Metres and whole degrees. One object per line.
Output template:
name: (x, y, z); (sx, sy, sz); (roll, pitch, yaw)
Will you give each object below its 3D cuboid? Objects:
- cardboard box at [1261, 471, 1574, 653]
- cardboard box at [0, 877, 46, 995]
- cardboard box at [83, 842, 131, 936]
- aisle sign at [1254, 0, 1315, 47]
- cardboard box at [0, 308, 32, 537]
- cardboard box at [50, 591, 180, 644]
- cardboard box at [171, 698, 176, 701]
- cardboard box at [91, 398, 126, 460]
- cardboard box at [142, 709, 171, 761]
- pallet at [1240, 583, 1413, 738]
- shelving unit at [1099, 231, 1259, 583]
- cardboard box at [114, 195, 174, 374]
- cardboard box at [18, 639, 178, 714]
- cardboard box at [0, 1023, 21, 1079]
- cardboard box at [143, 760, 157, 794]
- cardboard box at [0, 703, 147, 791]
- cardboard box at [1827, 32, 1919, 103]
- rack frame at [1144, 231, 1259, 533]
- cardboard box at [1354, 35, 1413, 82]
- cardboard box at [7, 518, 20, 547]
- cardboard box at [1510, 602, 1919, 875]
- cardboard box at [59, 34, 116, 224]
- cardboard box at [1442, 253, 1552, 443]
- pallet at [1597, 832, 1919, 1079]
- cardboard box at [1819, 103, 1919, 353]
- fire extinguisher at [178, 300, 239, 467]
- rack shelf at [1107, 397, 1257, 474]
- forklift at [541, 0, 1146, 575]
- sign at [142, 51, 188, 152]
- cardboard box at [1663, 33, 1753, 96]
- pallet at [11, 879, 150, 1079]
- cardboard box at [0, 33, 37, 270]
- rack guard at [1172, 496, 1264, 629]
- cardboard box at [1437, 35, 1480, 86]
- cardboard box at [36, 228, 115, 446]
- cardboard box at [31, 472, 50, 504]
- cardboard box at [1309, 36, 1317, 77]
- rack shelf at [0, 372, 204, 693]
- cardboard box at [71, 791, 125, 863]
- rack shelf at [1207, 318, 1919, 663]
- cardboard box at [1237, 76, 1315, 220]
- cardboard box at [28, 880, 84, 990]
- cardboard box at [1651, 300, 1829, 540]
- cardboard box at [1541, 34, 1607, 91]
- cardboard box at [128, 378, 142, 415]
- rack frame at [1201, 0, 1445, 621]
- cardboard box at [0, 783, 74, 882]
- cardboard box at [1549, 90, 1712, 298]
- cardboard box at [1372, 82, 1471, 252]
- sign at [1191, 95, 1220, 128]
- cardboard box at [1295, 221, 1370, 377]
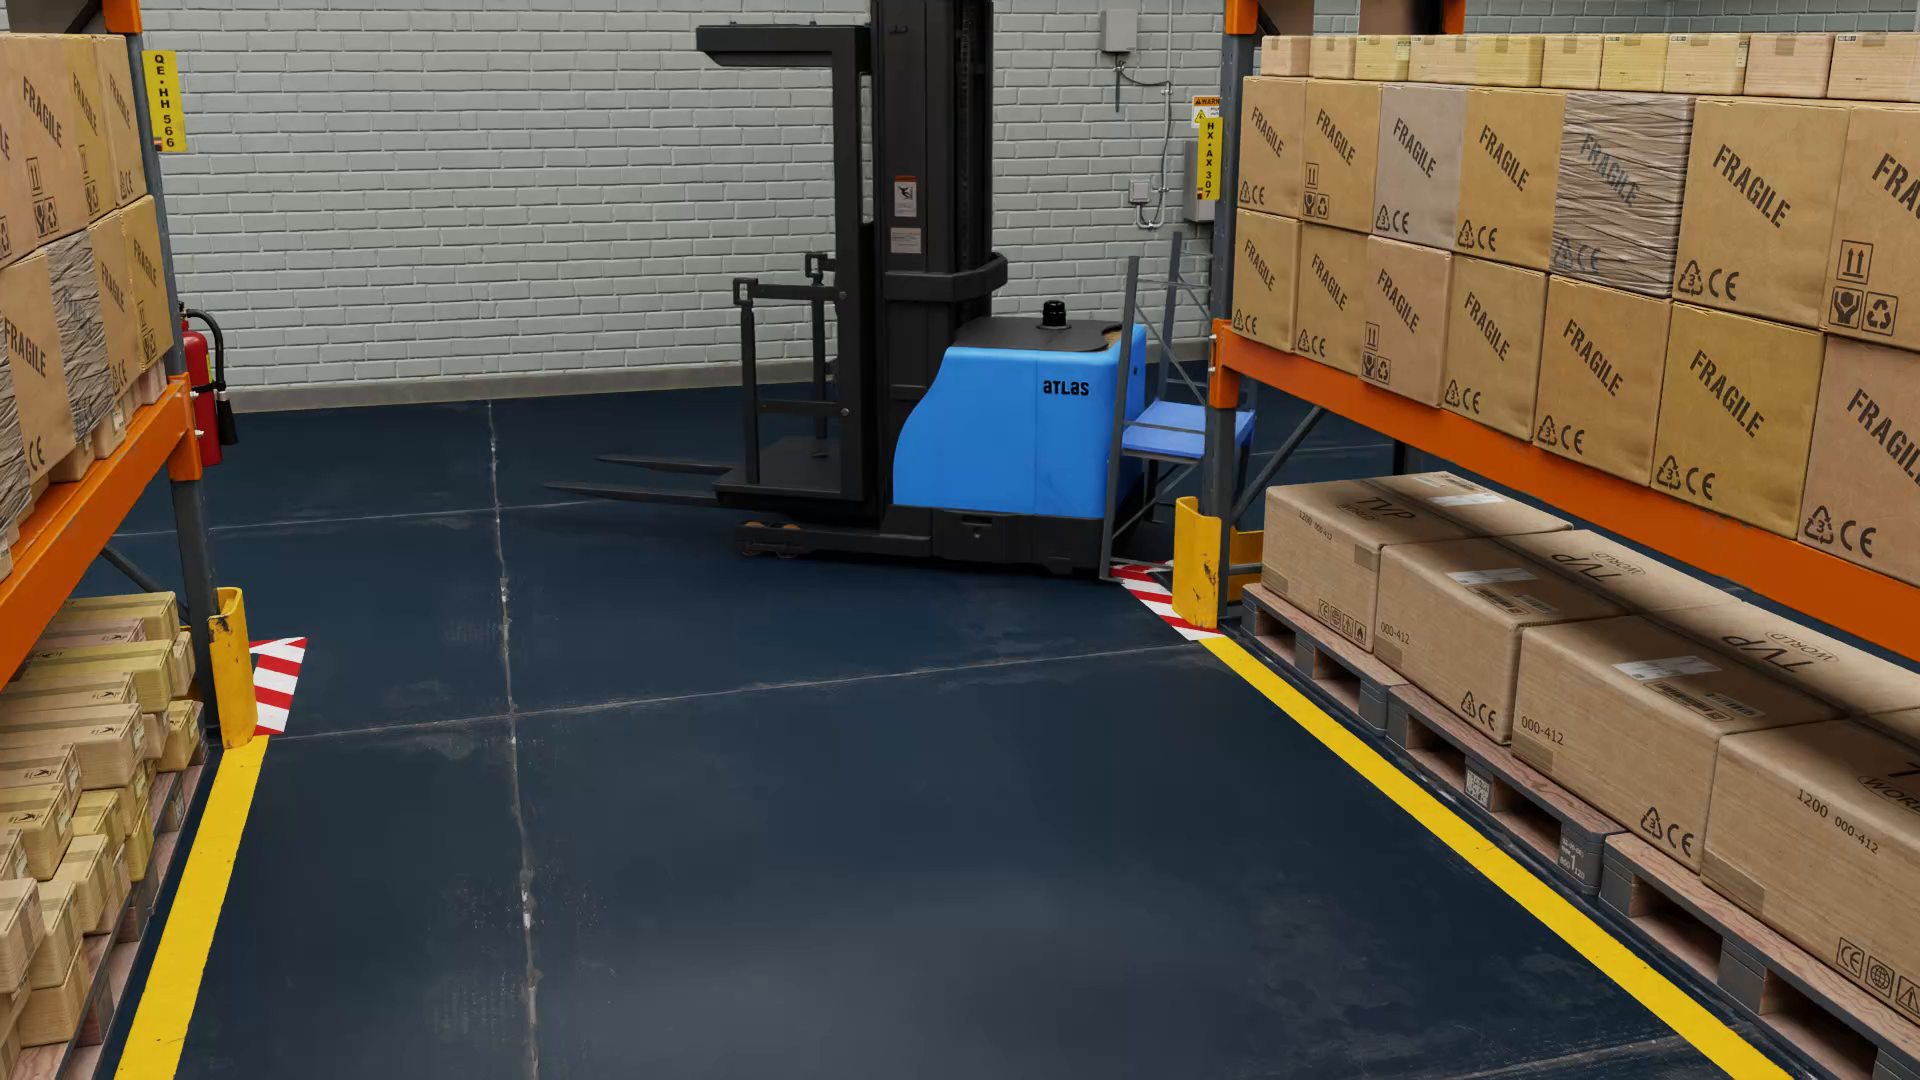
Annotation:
cardboard box: (1.824, 0.066, 6.742); (0.875, 0.438, 0.875); (-5, 18, -17)
cardboard box: (-2.202, 0.865, 3.551); (0.380, 0.149, 0.250); (-4, 17, -14)
cardboard box: (-2.415, 0.931, 4.364); (0.380, 0.149, 0.250); (-4, 17, -14)
aisle sign: (1.248, -2.377, 6.631); (0.394, 0.787, 0.004); (-5, 17, -15)
cardboard box: (-2.226, -0.235, 3.328); (0.500, 0.500, 0.500); (-5, 17, -16)
cardboard box: (-2.796, 0.290, 5.462); (0.380, 0.149, 0.250); (-4, 17, -15)
cardboard box: (-2.840, 0.578, 5.539); (0.380, 0.149, 0.250); (-4, 17, -14)
cardboard box: (-2.615, -0.318, 4.735); (0.380, 0.149, 0.250); (-4, 17, -14)
cardboard box: (-2.621, 0.574, 5.037); (0.380, 0.149, 0.250); (-5, 18, -18)
pallet: (1.842, 0.416, 6.700); (1.003, 0.211, 1.213); (-5, 17, -15)
shelving unit: (1.089, -0.635, 7.904); (0.538, 1.500, 1.048); (9, 19, 16)
cardboard box: (-2.814, -0.802, 5.216); (0.500, 0.500, 0.500); (-4, 17, -14)
cardboard box: (-2.589, 0.426, 5.011); (0.380, 0.149, 0.250); (-5, 17, -16)
cardboard box: (-2.294, 1.153, 3.625); (0.380, 0.149, 0.250); (-5, 18, -18)
cardboard box: (-2.682, 0.721, 5.063); (0.380, 0.149, 0.250); (-5, 17, -16)
cardboard box: (-2.451, 0.573, 4.523); (0.380, 0.149, 0.250); (-4, 17, -13)
cardboard box: (2.228, -1.077, 3.783); (0.380, 0.149, 0.250); (-5, 17, -15)
rack frame: (1.244, -0.775, 8.367); (0.500, 1.500, 0.032); (9, 19, 16)
cardboard box: (1.569, -1.633, 5.634); (0.380, 0.149, 0.250); (-5, 18, -17)
cardboard box: (-2.376, -0.024, 3.753); (0.380, 0.149, 0.250); (-4, 17, -13)
cardboard box: (2.330, 0.568, 5.070); (0.875, 0.438, 0.875); (-5, 17, -17)
cardboard box: (-2.681, -1.137, 4.596); (0.500, 0.500, 0.500); (-5, 18, -17)
cardboard box: (1.845, -0.610, 5.095); (0.500, 0.500, 0.500); (-4, 17, -13)
pallet: (2.512, 1.091, 4.454); (1.003, 0.211, 1.213); (-5, 17, -15)
cardboard box: (2.251, -0.664, 3.535); (0.500, 0.500, 0.500); (-5, 17, -16)
fire extinguisher: (-2.810, -0.606, 6.037); (0.296, 0.674, 0.183); (-5, 17, -15)
rack shelf: (1.077, -0.465, 7.959); (0.538, 0.185, 1.000); (9, 19, 16)
forklift: (-0.625, -1.452, 8.191); (3.031, 2.935, 1.130); (4, 17, 14)
sign: (-2.646, -1.459, 5.535); (0.100, 0.325, 0.005); (-5, 17, -15)
cardboard box: (2.038, -1.212, 4.233); (0.380, 0.149, 0.250); (-5, 17, -16)
pallet: (-2.643, 1.206, 4.072); (1.003, 0.211, 1.213); (-5, 17, -15)
cardboard box: (-2.381, -0.848, 3.633); (0.500, 0.500, 0.500); (-5, 18, -17)
rack guard: (1.540, 0.056, 7.397); (1.175, 0.500, 0.348); (-5, 17, -15)
cardboard box: (1.720, -1.492, 5.165); (0.380, 0.149, 0.250); (-5, 17, -15)
cardboard box: (-2.529, -0.519, 4.276); (0.500, 0.500, 0.500); (-5, 17, -15)
cardboard box: (-2.554, -0.164, 4.220); (0.380, 0.149, 0.250); (-5, 18, -18)
cardboard box: (1.519, -1.785, 6.141); (0.380, 0.149, 0.250); (-4, 17, -14)
rack shelf: (-2.635, 0.183, 3.881); (1.077, 0.370, 4.000); (-5, 17, -15)
cardboard box: (-2.414, 0.788, 4.323); (0.380, 0.149, 0.250); (-4, 17, -12)
rack shelf: (2.096, -0.237, 5.277); (1.077, 0.370, 4.000); (-5, 17, -15)
cardboard box: (1.405, -1.506, 6.340); (0.500, 0.500, 0.500); (-5, 17, -16)
cardboard box: (-2.268, 0.932, 3.843); (0.380, 0.149, 0.250); (-5, 17, -16)
cardboard box: (2.126, -0.326, 4.149); (0.500, 0.500, 0.500); (-5, 17, -17)
cardboard box: (1.883, -1.351, 4.696); (0.380, 0.149, 0.250); (-5, 17, -15)
cardboard box: (-2.791, -0.455, 5.191); (0.380, 0.149, 0.250); (-5, 17, -15)
rack frame: (1.547, -1.135, 7.015); (1.000, 3.000, 0.127); (-5, 17, -15)
cardboard box: (-2.386, 0.725, 4.017); (0.380, 0.149, 0.250); (-5, 17, -15)
cardboard box: (1.970, -0.945, 4.471); (0.500, 0.500, 0.500); (-4, 17, -15)
cardboard box: (1.702, -1.222, 5.394); (0.500, 0.500, 0.500); (-5, 17, -16)
sign: (1.924, -3.267, 12.677); (0.339, 0.242, 0.001); (-5, 17, -15)
cardboard box: (1.568, -0.889, 6.025); (0.500, 0.500, 0.500); (-5, 17, -16)
